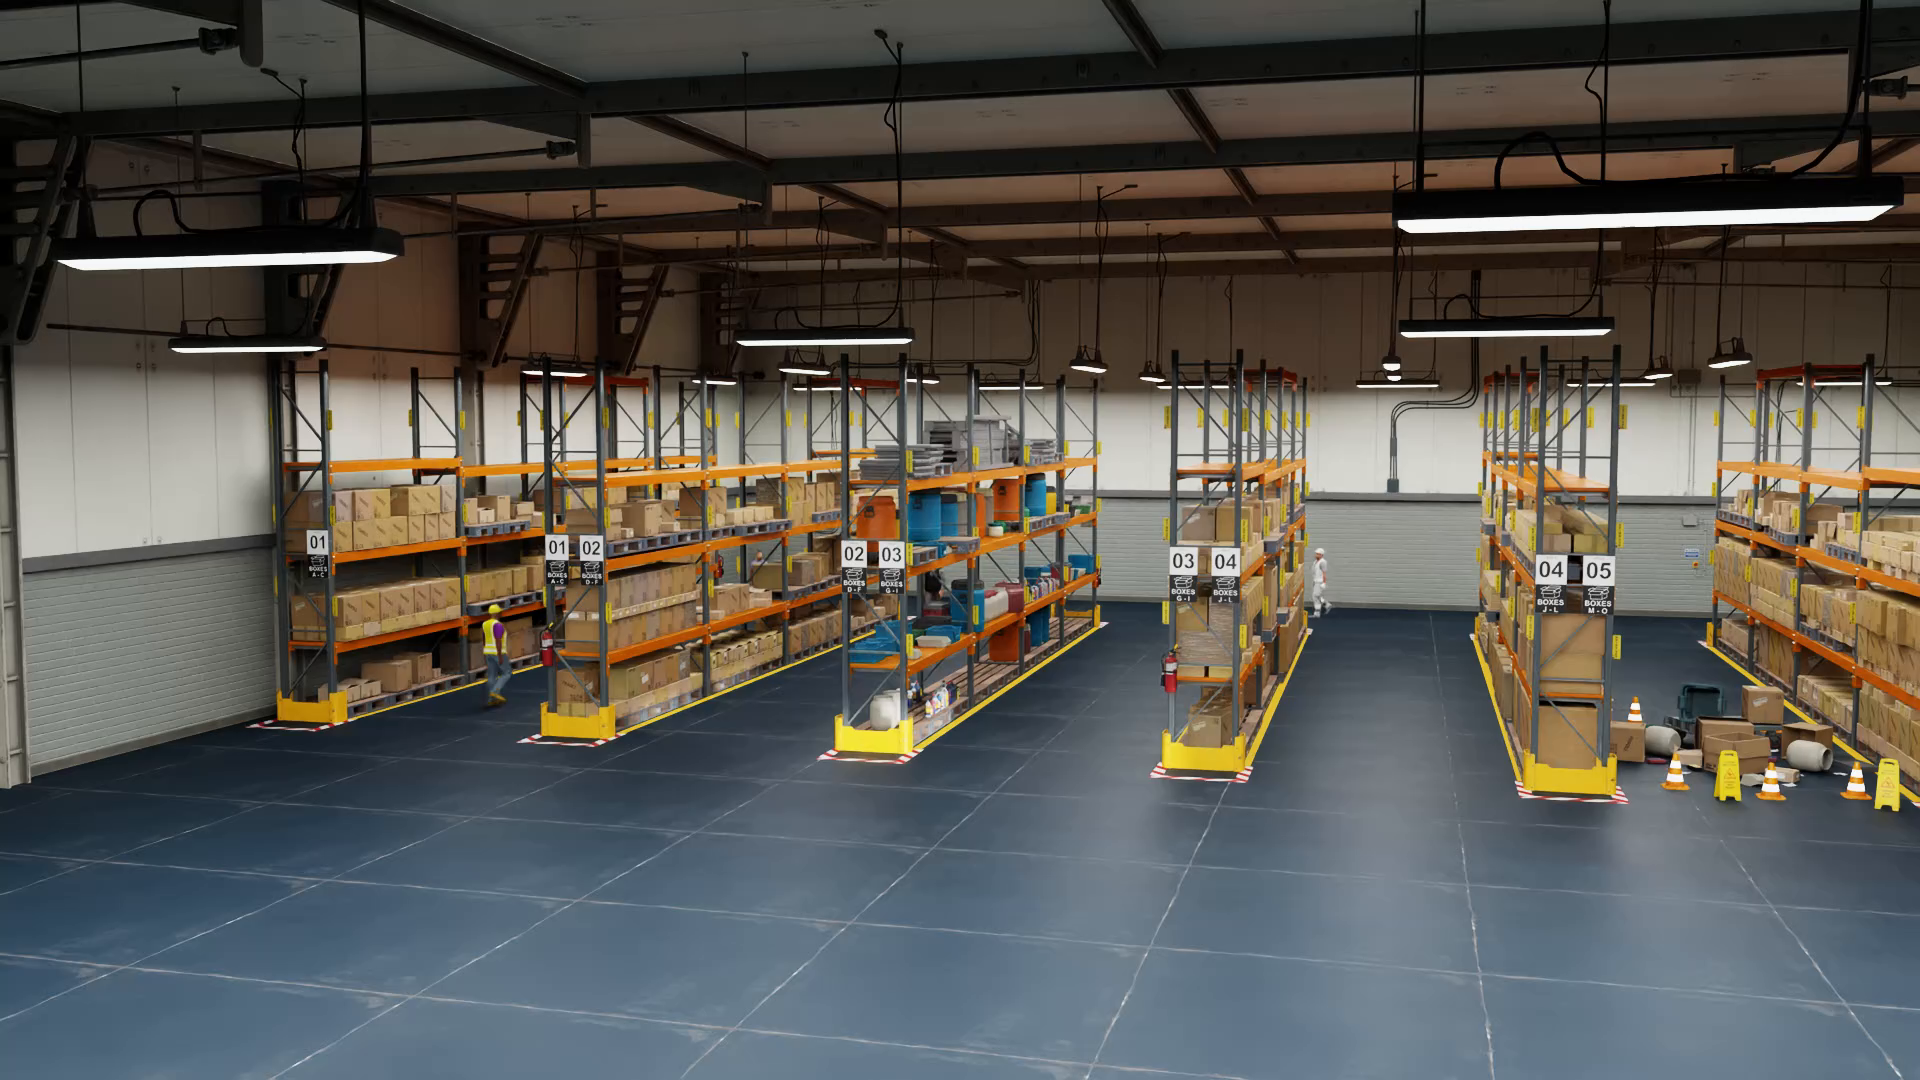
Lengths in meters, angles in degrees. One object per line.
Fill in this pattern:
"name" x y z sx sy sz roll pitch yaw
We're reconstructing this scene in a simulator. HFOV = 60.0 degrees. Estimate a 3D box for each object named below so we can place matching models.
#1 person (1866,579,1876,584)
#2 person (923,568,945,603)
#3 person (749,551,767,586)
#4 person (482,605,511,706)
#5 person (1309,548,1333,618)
"person" 20.390 1.507 37.165 0.916 1.622 0.504 1 4 11
"person" -0.667 1.248 40.267 0.608 1.656 1.042 1 4 11
"person" -5.200 1.079 43.216 0.538 1.612 0.963 -1 4 -9
"person" -8.193 2.017 29.219 0.601 1.754 0.509 2 5 27
"person" 9.109 1.084 41.951 0.652 1.778 0.525 0 4 -4
